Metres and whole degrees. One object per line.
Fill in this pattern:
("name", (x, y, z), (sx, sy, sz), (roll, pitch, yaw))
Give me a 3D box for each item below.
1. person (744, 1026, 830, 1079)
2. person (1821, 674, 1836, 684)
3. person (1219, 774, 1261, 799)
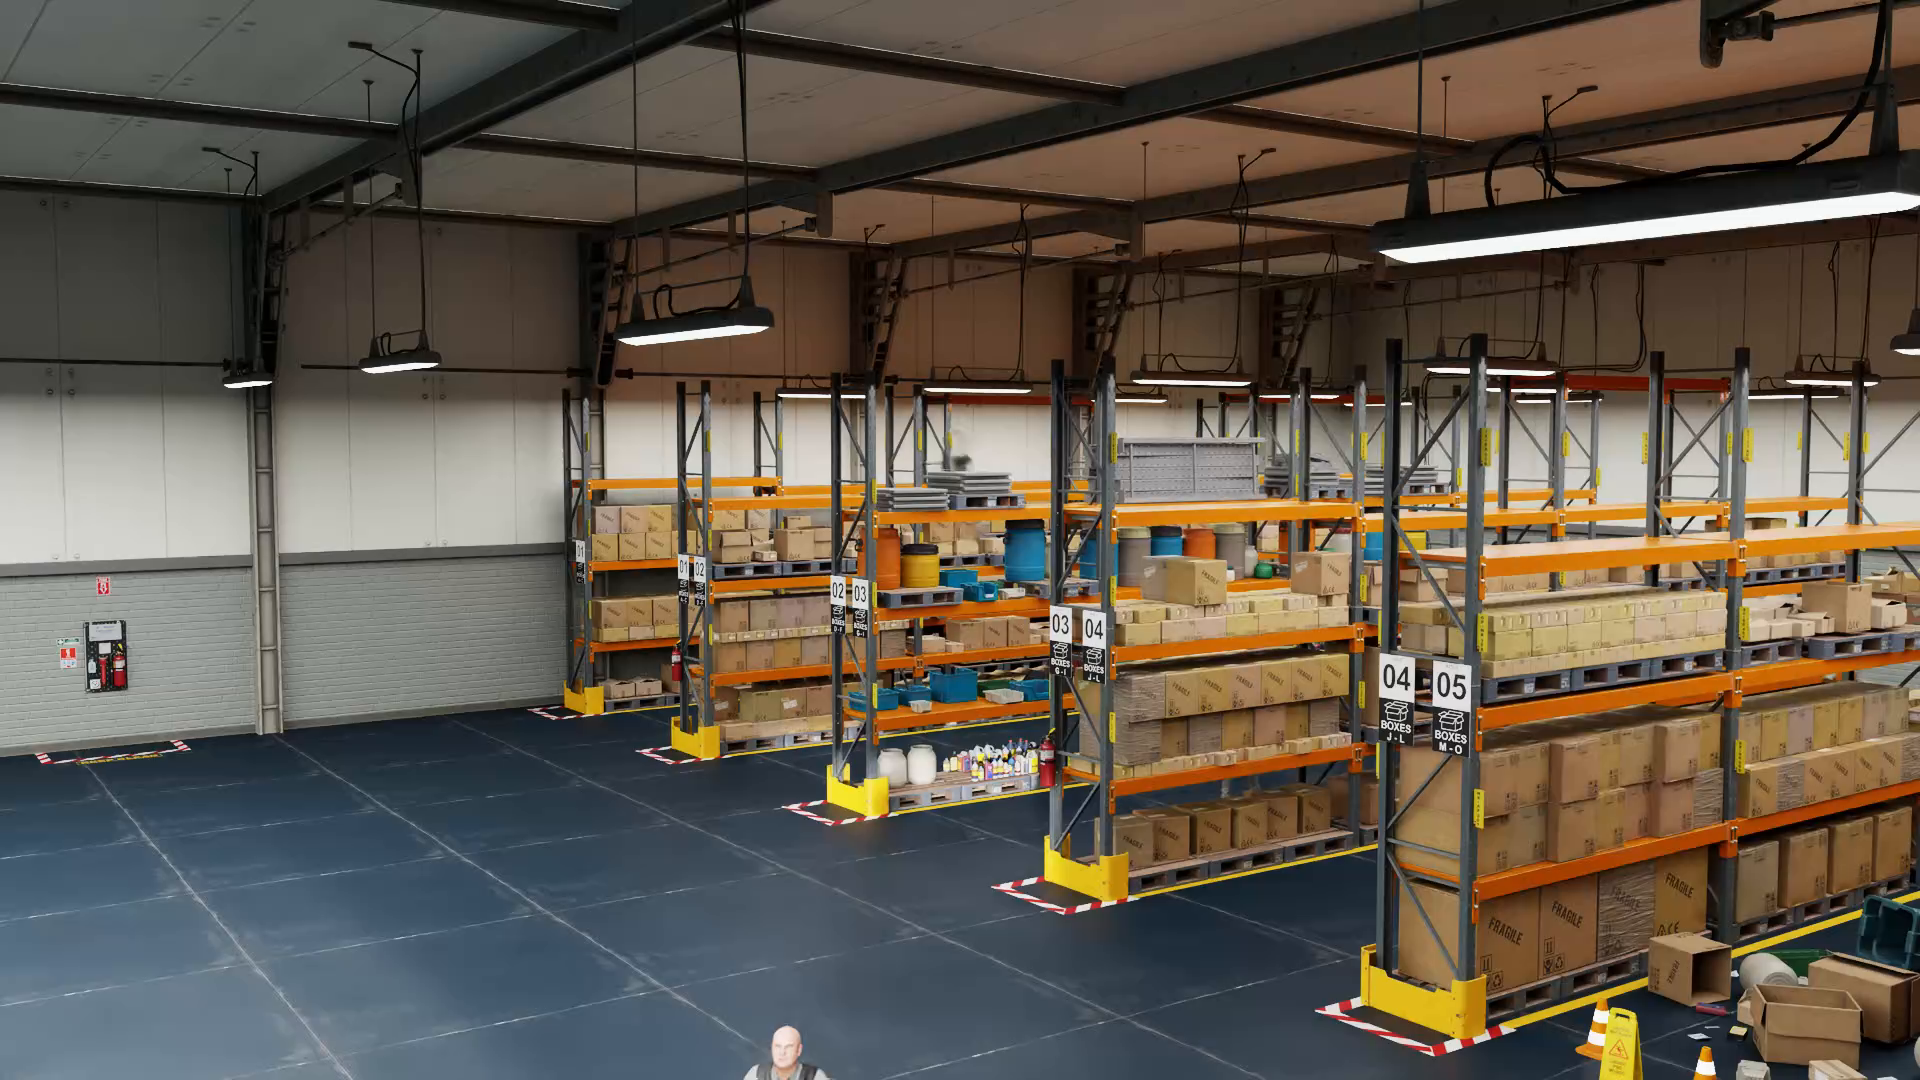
("person", (-1.016, 3.689, 9.721), (0.667, 1.688, 0.601), (0, 4, -2))
("person", (12.844, 2.764, 24.551), (0.879, 1.695, 0.569), (-3, 5, -41))
("person", (3.906, 2.830, 23.189), (0.812, 1.730, 0.605), (-3, 5, -41))
